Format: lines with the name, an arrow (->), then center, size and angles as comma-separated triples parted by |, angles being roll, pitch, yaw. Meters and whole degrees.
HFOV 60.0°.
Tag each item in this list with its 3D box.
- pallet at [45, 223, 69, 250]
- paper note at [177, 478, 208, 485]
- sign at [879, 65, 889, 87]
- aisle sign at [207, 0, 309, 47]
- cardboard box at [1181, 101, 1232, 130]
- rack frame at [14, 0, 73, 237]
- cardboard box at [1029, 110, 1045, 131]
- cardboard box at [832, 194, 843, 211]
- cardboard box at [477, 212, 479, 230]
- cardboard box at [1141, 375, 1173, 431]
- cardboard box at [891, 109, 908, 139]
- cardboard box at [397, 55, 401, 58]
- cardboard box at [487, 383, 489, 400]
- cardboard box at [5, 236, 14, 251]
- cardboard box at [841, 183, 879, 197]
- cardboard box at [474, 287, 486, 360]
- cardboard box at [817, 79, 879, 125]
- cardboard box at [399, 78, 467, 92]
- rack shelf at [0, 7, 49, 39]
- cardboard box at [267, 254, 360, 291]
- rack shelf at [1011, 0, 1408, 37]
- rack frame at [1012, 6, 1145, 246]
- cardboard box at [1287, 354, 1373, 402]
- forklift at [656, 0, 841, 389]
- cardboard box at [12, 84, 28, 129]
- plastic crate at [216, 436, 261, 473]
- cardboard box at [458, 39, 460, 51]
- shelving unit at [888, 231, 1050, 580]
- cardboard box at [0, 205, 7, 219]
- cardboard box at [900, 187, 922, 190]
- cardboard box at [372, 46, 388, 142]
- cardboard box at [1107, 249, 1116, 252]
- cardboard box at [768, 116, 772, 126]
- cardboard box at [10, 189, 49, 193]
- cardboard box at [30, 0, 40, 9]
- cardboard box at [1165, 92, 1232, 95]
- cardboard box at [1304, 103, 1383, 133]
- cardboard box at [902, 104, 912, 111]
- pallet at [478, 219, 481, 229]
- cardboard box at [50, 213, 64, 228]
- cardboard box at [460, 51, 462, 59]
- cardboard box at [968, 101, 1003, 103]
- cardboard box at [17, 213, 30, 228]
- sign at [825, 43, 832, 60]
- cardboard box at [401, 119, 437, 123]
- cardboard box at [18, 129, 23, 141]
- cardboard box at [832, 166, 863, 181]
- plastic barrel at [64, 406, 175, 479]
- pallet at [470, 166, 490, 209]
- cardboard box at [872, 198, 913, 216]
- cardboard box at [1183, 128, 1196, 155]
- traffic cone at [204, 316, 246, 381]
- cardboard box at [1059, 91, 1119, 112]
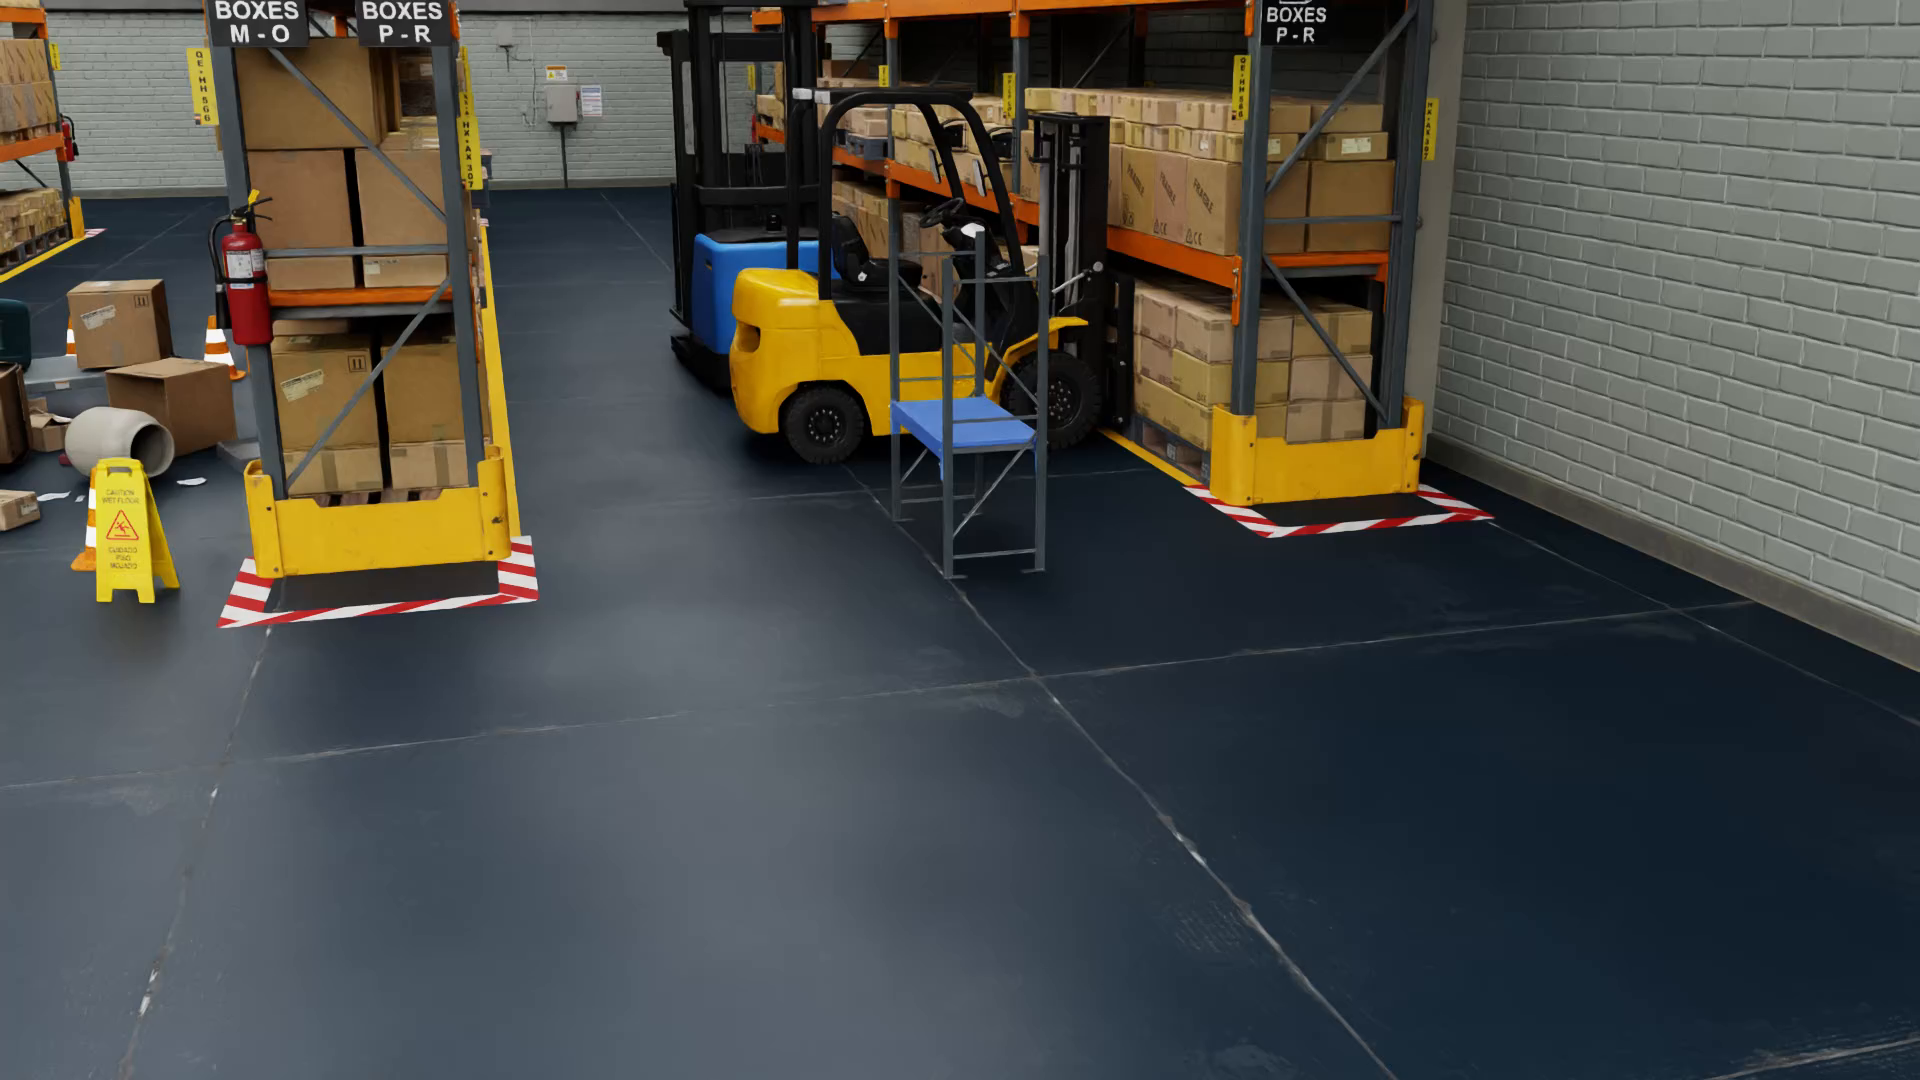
pallet -> -11.703, -3.746, 20.556 | 1.003, 0.211, 1.213 | -5, 17, -15
paper note -> -4.401, -0.341, 9.533 | 0.142, 0.019, 0.148 | -12, 20, -34
sign -> -0.731, -4.401, 16.015 | 0.100, 0.325, 0.005 | -5, 17, -15
aisle sign -> -3.046, -2.529, 7.137 | 0.394, 0.787, 0.004 | -5, 17, -15
cardboard box -> 1.490, -2.437, 9.531 | 0.380, 0.149, 0.250 | -4, 17, -14
rack frame -> -11.913, -5.330, 20.982 | 1.000, 3.000, 0.127 | -5, 17, -15
cardboard box -> 0.722, -3.073, 12.168 | 0.380, 0.149, 0.250 | -5, 17, -16
cardboard box -> -1.238, -3.742, 19.312 | 0.500, 0.500, 0.500 | -5, 17, -16
cardboard box -> -6.398, -4.047, 20.434 | 0.875, 0.438, 0.875 | -5, 17, -17
cardboard box -> 1.427, -0.845, 10.100 | 0.500, 0.250, 0.500 | -5, 17, -15
cardboard box -> -0.348, -3.954, 15.792 | 0.500, 0.250, 0.500 | -5, 17, -15
cardboard box -> -5.377, -4.186, 15.261 | 0.500, 0.500, 0.500 | -5, 17, -17
cardboard box -> -3.035, -0.745, 9.767 | 0.500, 0.250, 0.500 | -4, 17, -12
cardboard box -> -10.678, -3.259, 18.314 | 0.380, 0.149, 0.250 | -4, 17, -14
cardboard box -> -1.148, -4.016, 19.094 | 0.380, 0.149, 0.250 | -5, 17, -16
cardboard box -> -3.180, -1.250, 10.144 | 0.500, 0.500, 0.500 | -4, 17, -12
cardboard box -> -1.251, -4.991, 18.949 | 0.700, 0.500, 0.500 | -5, 17, -15
cardboard box -> -3.998, -3.250, 12.638 | 0.500, 0.500, 0.500 | -5, 17, -16
rack shelf -> -11.364, -5.869, 18.813 | 1.077, 0.370, 4.000 | -5, 17, -15
cardboard box -> -3.093, -1.290, 7.969 | 0.380, 0.149, 0.250 | -4, 17, -13
rack shelf -> 1.437, -3.362, 10.468 | 1.077, 0.370, 4.000 | -5, 17, -15
rack frame -> 0.888, -2.824, 12.638 | 1.000, 3.000, 0.127 | -5, 17, -15
cardboard box -> 2.058, -0.987, 9.706 | 0.500, 0.250, 0.500 | -4, 17, -14
forklift -> -1.694, -2.867, 12.903 | 1.130, 2.935, 3.031 | -5, 18, -18
cardboard box -> -11.130, -4.995, 19.177 | 0.500, 0.500, 0.500 | -4, 17, -12
plastic crate -> -4.241, -0.533, 10.087 | 0.402, 0.080, 0.583 | -12, 20, -34
cardboard box -> -6.646, -6.370, 21.406 | 0.380, 0.149, 0.250 | -5, 17, -16
shelving unit -> 0.023, -0.695, 8.158 | 0.538, 1.500, 1.048 | -5, 17, -15
cardboard box -> -10.939, -3.673, 18.658 | 0.380, 0.149, 0.250 | -5, 17, -17
cardboard box -> -0.495, -3.845, 18.526 | 0.380, 0.149, 0.250 | -5, 18, -17
cardboard box -> -3.267, -2.258, 8.325 | 0.700, 0.500, 0.500 | -5, 17, -15
cardboard box -> 1.209, -2.066, 12.427 | 0.500, 0.250, 0.500 | -4, 17, -14
cardboard box -> -2.469, -5.843, 23.127 | 0.380, 0.149, 0.250 | -4, 17, -14
cardboard box -> -11.510, -4.250, 20.579 | 0.380, 0.149, 0.250 | -4, 17, -14
cardboard box -> -11.534, -6.590, 20.223 | 0.500, 0.250, 0.500 | -5, 17, -16
cardboard box -> 1.587, -2.903, 11.085 | 0.380, 0.149, 0.250 | -5, 17, -16
cardboard box -> 2.100, -2.328, 9.170 | 0.380, 0.149, 0.250 | -5, 17, -16
cardboard box -> -0.333, -4.103, 15.597 | 0.380, 0.149, 0.250 | -4, 17, -14
pallet -> -6.555, -3.862, 20.942 | 1.003, 0.211, 1.213 | -5, 17, -15
cardboard box -> -11.400, -3.974, 20.692 | 0.380, 0.149, 0.250 | -4, 17, -14
cardboard box -> -6.648, -6.019, 21.365 | 0.500, 0.500, 0.500 | -5, 17, -15
cardboard box -> 0.264, -3.541, 13.724 | 0.380, 0.149, 0.250 | -5, 17, -17
cardboard box -> -10.996, -3.683, 19.206 | 0.380, 0.149, 0.250 | -5, 17, -16
sign -> -1.871, -6.887, 23.604 | 0.100, 0.325, 0.005 | -5, 17, -15
cardboard box -> -3.374, -2.375, 10.455 | 0.500, 0.500, 0.500 | -4, 17, -13
cardboard box -> -11.283, -4.779, 19.583 | 0.380, 0.149, 0.250 | -5, 18, -18
cardboard box -> -1.351, -4.305, 19.541 | 0.380, 0.149, 0.250 | -6, 18, -18
plastic barrel -> -4.808, -0.541, 9.519 | 0.512, 0.421, 0.421 | 7, 18, 23
pallet -> -3.954, -2.561, 12.098 | 1.003, 0.211, 1.213 | -5, 17, -15
cardboard box -> -0.696, -3.434, 17.159 | 0.380, 0.149, 0.250 | -6, 18, -18
cardboard box -> 1.511, -2.294, 9.575 | 0.380, 0.149, 0.250 | -4, 17, -14
traffic cone -> -5.571, -1.447, 12.467 | 0.336, 0.463, 0.334 | -5, 17, -15
cardboard box -> 0.900, -2.999, 11.402 | 0.380, 0.149, 0.250 | -4, 17, -14
